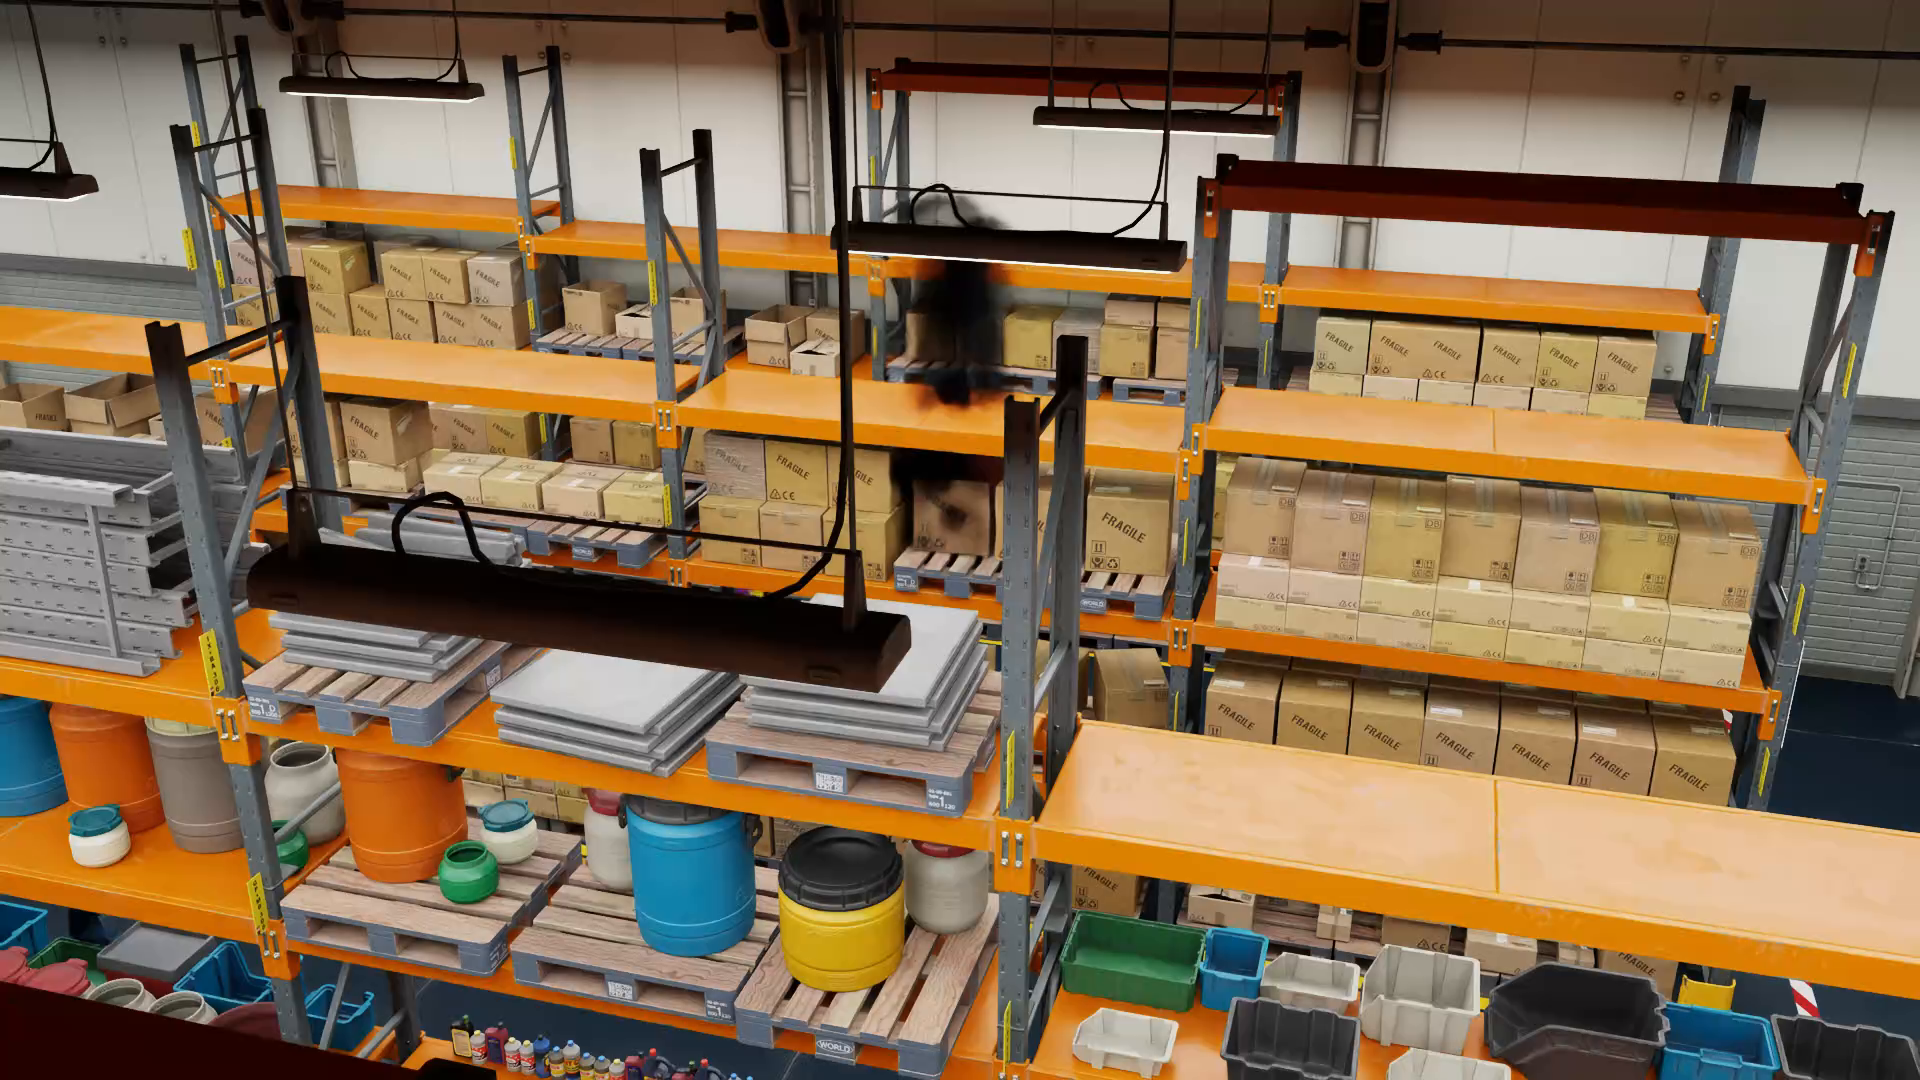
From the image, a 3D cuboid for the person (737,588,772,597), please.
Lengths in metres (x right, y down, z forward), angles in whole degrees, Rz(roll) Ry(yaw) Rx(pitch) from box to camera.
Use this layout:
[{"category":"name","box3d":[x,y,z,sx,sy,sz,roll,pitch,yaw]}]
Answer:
[{"category":"person","box3d":[-2.079,0.873,16.447,0.630,1.734,0.691,5,23,12]}]

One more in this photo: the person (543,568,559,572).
[{"category":"person","box3d":[-3.783,0.939,16.575,0.806,1.496,0.606,-3,23,-7]}]

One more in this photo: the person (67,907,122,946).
[{"category":"person","box3d":[-6.439,2.644,12.434,0.599,1.560,0.564,8,24,17]}]
